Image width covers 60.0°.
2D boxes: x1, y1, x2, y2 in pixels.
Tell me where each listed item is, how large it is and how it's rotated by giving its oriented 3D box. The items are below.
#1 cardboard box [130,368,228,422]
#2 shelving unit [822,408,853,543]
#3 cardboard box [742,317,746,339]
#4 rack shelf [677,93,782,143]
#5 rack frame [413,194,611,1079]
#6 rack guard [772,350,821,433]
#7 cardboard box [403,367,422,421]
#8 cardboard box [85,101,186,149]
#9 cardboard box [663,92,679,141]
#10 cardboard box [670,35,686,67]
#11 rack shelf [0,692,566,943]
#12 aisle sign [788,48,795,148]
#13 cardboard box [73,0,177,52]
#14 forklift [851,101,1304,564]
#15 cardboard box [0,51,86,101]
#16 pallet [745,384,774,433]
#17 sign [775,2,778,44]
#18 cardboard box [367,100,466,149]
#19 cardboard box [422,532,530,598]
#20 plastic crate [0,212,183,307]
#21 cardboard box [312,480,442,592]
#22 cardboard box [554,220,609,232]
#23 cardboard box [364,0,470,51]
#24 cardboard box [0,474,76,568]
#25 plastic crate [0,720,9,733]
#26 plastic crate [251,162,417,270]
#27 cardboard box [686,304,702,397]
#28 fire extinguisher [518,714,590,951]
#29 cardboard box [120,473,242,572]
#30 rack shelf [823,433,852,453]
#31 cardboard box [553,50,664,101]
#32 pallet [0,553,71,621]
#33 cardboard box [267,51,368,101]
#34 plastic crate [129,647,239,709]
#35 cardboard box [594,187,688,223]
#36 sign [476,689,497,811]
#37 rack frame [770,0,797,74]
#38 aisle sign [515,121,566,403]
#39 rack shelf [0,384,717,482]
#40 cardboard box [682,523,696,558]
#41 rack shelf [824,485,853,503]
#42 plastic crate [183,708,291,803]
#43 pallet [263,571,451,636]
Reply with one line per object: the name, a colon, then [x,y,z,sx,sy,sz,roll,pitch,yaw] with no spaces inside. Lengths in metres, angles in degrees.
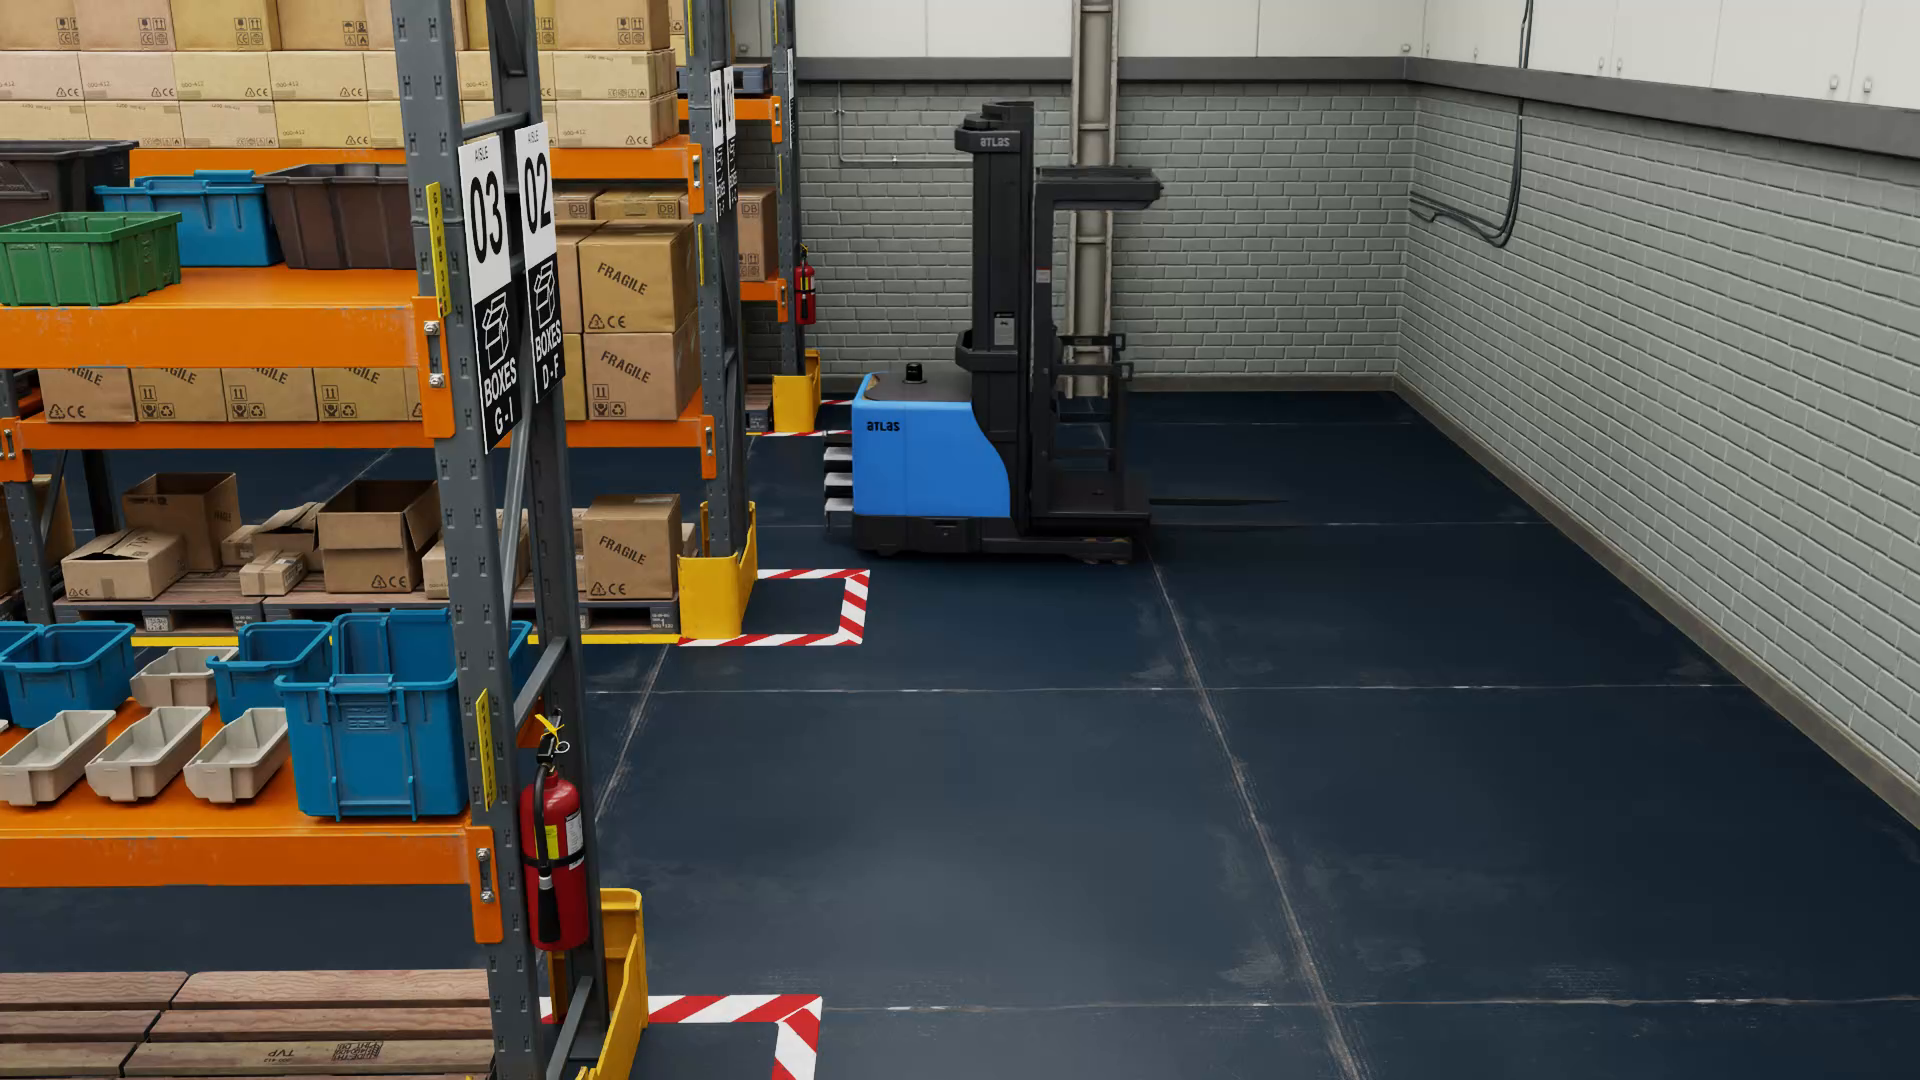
cardboard box: [-4.374,-0.976,9.517,0.500,0.500,0.500,0,18,0]
shelving unit: [-0.821,-0.441,11.448,0.210,0.900,0.258,1,18,2]
cardboard box: [-2.058,-1.885,14.855,0.250,0.149,0.380,0,18,0]
rack shelf: [-3.482,-3.614,14.171,4.000,0.370,1.077,0,18,-1]
rack frame: [-1.325,0.487,5.117,0.127,3.000,1.000,0,18,-1]
rack guard: [-1.458,-1.348,14.932,0.348,0.500,1.175,0,18,-1]
cardboard box: [-2.861,-0.983,9.539,0.500,0.500,0.500,0,18,0]
cardboard box: [-4.409,-2.291,9.113,0.500,0.250,0.500,0,18,-1]
cardboard box: [-1.918,-2.457,9.633,0.500,0.250,0.500,0,18,-1]
cardboard box: [-2.210,-4.058,13.771,0.500,0.250,0.500,0,18,1]
rack shelf: [-3.325,0.840,5.197,4.000,0.370,1.077,0,18,-1]
aisle sign: [-1.405,-3.685,13.868,0.004,0.787,0.394,0,18,-1]
cardboard box: [-4.412,-2.931,9.063,0.500,0.500,0.700,0,18,-1]
forklift: [0.805,-1.401,11.117,3.031,2.935,1.130,1,18,2]
cardboard box: [-4.909,-2.528,9.032,0.500,0.250,0.500,0,18,-1]
pallet: [-2.280,-1.183,14.889,1.213,0.211,1.003,0,18,-1]
sign: [-1.487,-4.185,13.452,0.005,0.325,0.100,0,18,-1]
cardboard box: [-2.909,-2.294,9.122,0.500,0.250,0.500,0,18,-1]
cardboard box: [-2.890,0.148,9.958,0.500,0.250,0.500,0,18,-1]
plastic crate: [-2.307,-0.748,4.405,0.336,0.188,0.450,0,18,-1]
cardboard box: [-3.521,-0.038,10.121,0.637,0.503,0.797,0,18,-1]
cardboard box: [-2.370,-1.623,9.895,0.500,0.500,0.500,0,18,0]
cardboard box: [-2.913,-2.958,9.148,0.500,0.500,0.700,0,18,-1]
cardboard box: [-5.887,-0.097,10.313,0.500,0.500,0.500,-1,18,-3]
plastic crate: [-3.002,0.657,4.924,0.250,0.136,0.298,0,18,-1]
plastic crate: [-1.715,-0.962,4.939,0.590,0.269,0.497,0,18,-1]
cardboard box: [-1.848,-1.151,10.063,0.500,0.500,0.500,0,18,0]
fire extinguisher: [-1.168,0.840,4.756,0.183,0.674,0.296,0,18,-1]
cardboard box: [-4.834,-0.115,10.367,0.500,0.500,0.500,0,18,-1]
rack shelf: [-0.821,-0.666,11.376,0.200,0.077,0.258,1,18,2]
cardboard box: [-1.910,-2.540,9.071,0.500,0.250,0.500,0,18,-1]
pallet: [-6.212,0.337,10.151,1.213,0.211,1.003,0,18,-1]
cardboard box: [-3.409,-2.532,9.046,0.500,0.250,0.500,0,18,-1]
plastic crate: [-2.578,0.465,5.522,0.298,0.136,0.250,0,18,-1]
cardboard box: [-2.719,-2.669,14.465,0.700,0.700,0.980,0,18,-1]
sign: [-1.301,0.578,4.569,0.005,0.325,0.100,0,18,-1]
rack frame: [-1.482,-5.395,13.633,0.127,3.000,1.000,0,18,-1]
aisle sign: [-1.258,-0.841,5.004,0.004,0.787,0.394,0,18,-1]
rack shelf: [-3.400,-0.673,9.913,4.000,0.370,1.077,0,18,-1]
cardboard box: [-1.824,0.020,10.523,0.250,0.149,0.380,0,18,-1]
rack shelf: [-0.821,-0.323,11.486,0.200,0.077,0.258,1,18,2]
plastic crate: [-2.138,0.644,4.964,0.243,0.136,0.396,0,18,-1]
pallet: [-3.490,0.312,10.230,1.213,0.211,1.003,0,18,-1]
